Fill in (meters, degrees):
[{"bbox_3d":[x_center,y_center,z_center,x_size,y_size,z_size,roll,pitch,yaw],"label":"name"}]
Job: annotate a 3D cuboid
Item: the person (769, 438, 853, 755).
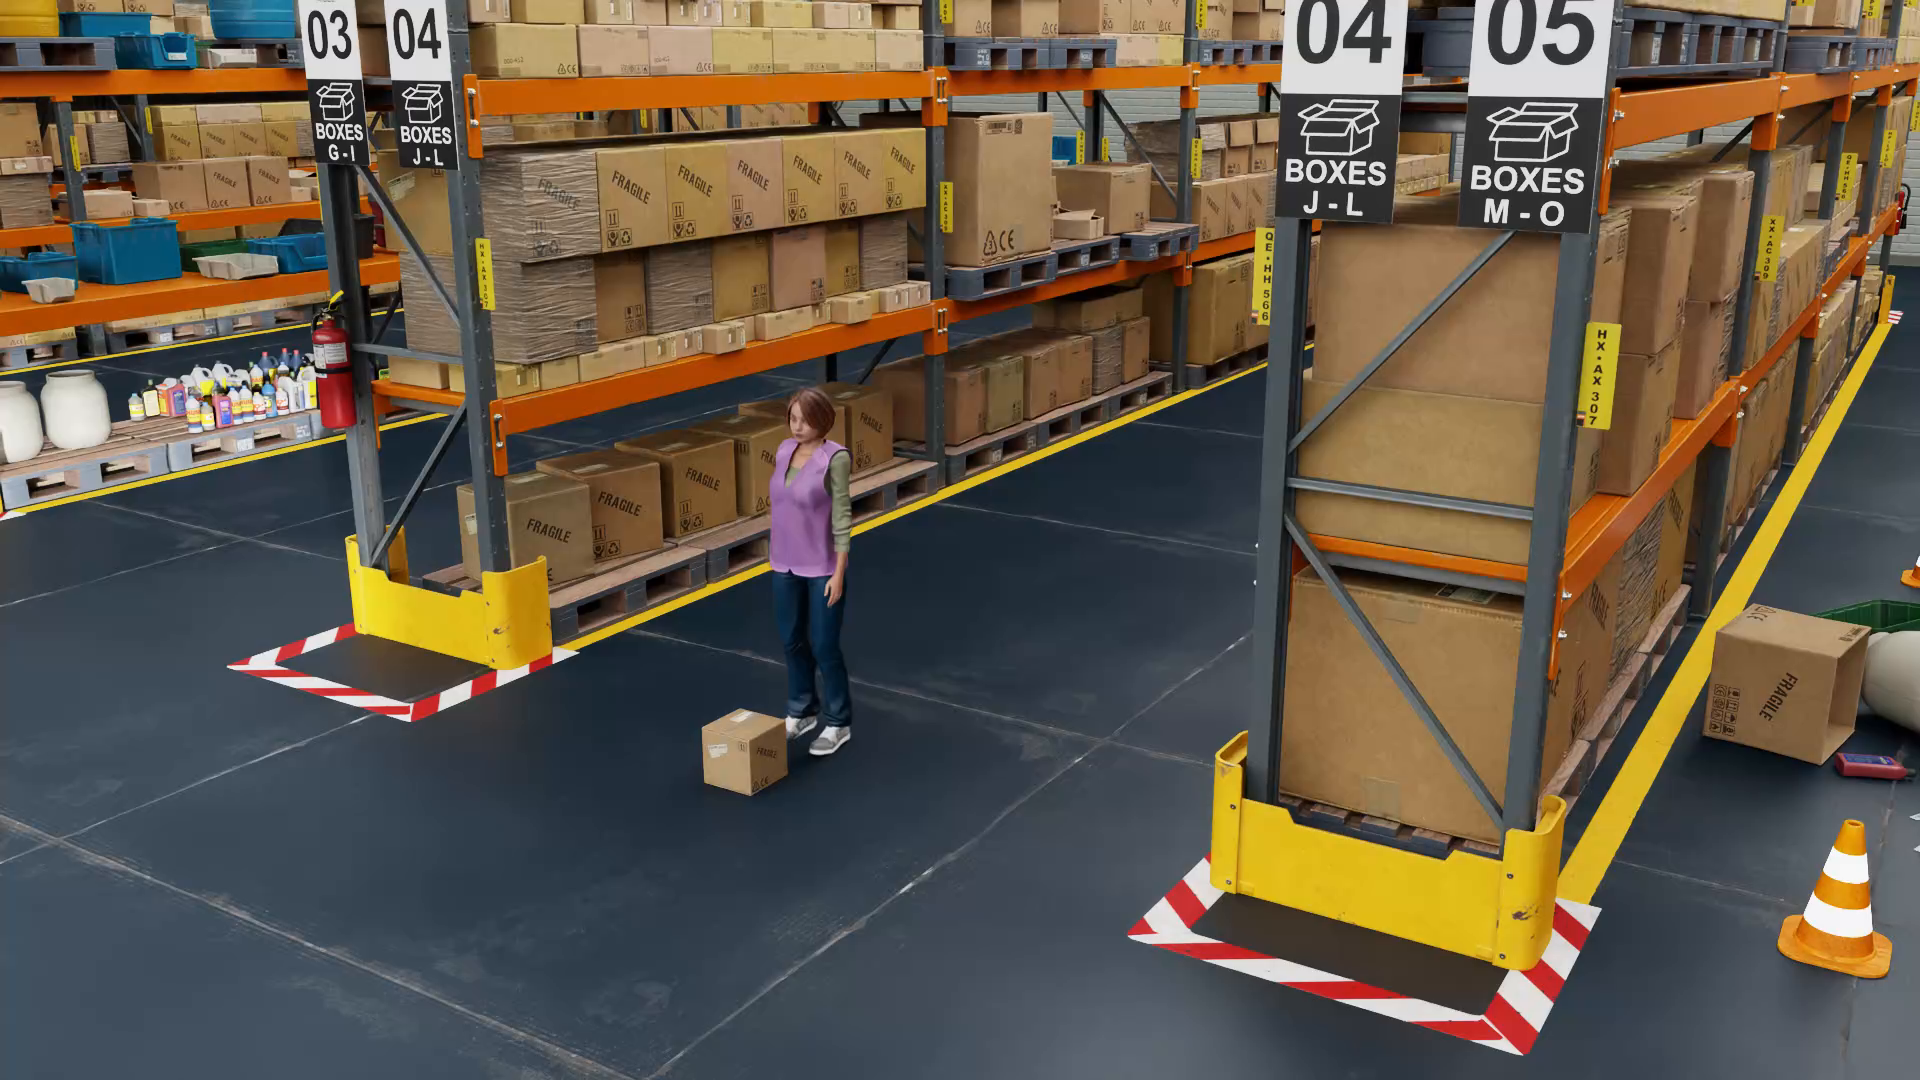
[{"bbox_3d":[-0.648,0.247,7.157,0.361,1.387,0.300,10,19,31],"label":"person"}]
